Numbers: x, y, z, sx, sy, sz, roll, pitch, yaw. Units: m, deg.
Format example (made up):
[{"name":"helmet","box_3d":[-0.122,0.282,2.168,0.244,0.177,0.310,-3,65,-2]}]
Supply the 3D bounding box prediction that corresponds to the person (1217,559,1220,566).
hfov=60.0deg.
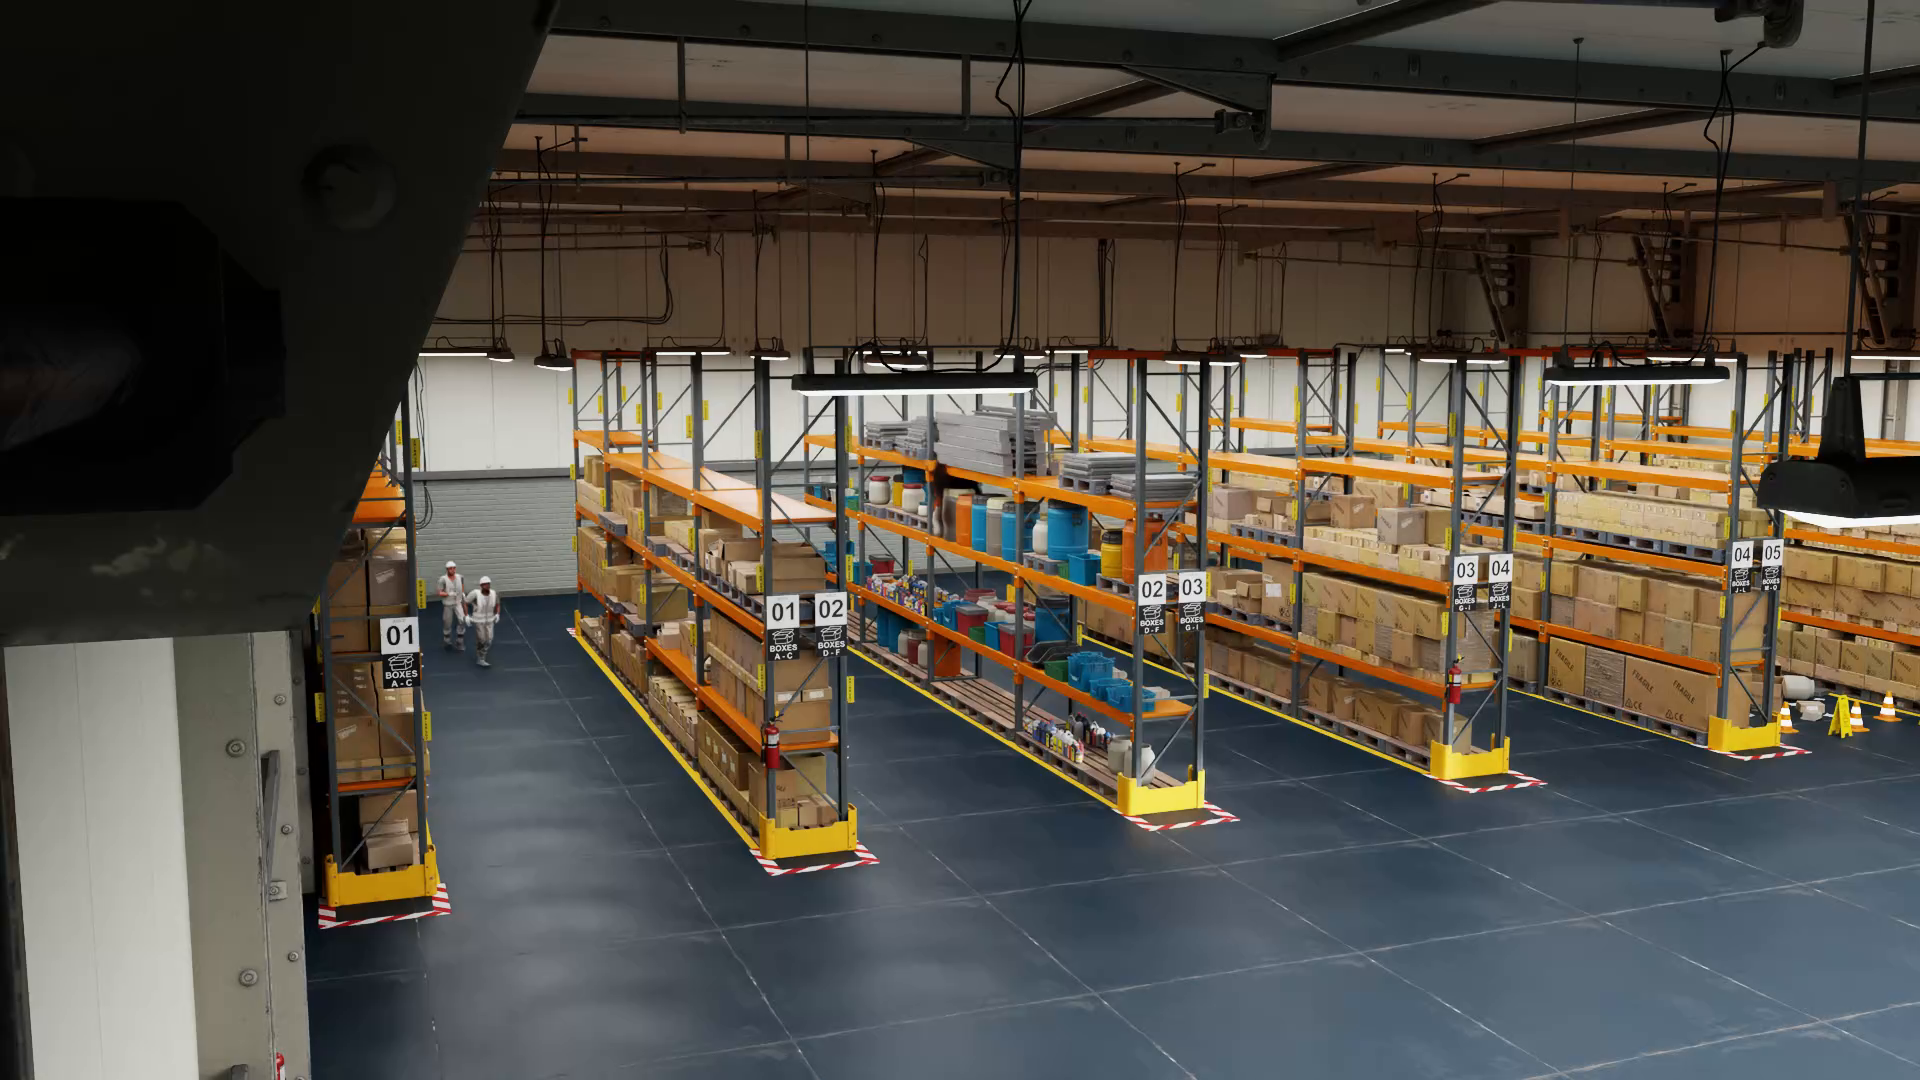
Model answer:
[{"name":"person","box_3d":[5.312,1.215,34.187,0.697,1.721,0.774,0,7,1]}]

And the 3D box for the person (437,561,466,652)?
[{"name":"person","box_3d":[-10.164,1.315,33.214,0.604,1.822,0.734,-5,9,-34]}]

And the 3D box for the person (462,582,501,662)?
[{"name":"person","box_3d":[-9.082,1.534,31.651,0.742,1.636,0.529,-5,9,-37]}]
